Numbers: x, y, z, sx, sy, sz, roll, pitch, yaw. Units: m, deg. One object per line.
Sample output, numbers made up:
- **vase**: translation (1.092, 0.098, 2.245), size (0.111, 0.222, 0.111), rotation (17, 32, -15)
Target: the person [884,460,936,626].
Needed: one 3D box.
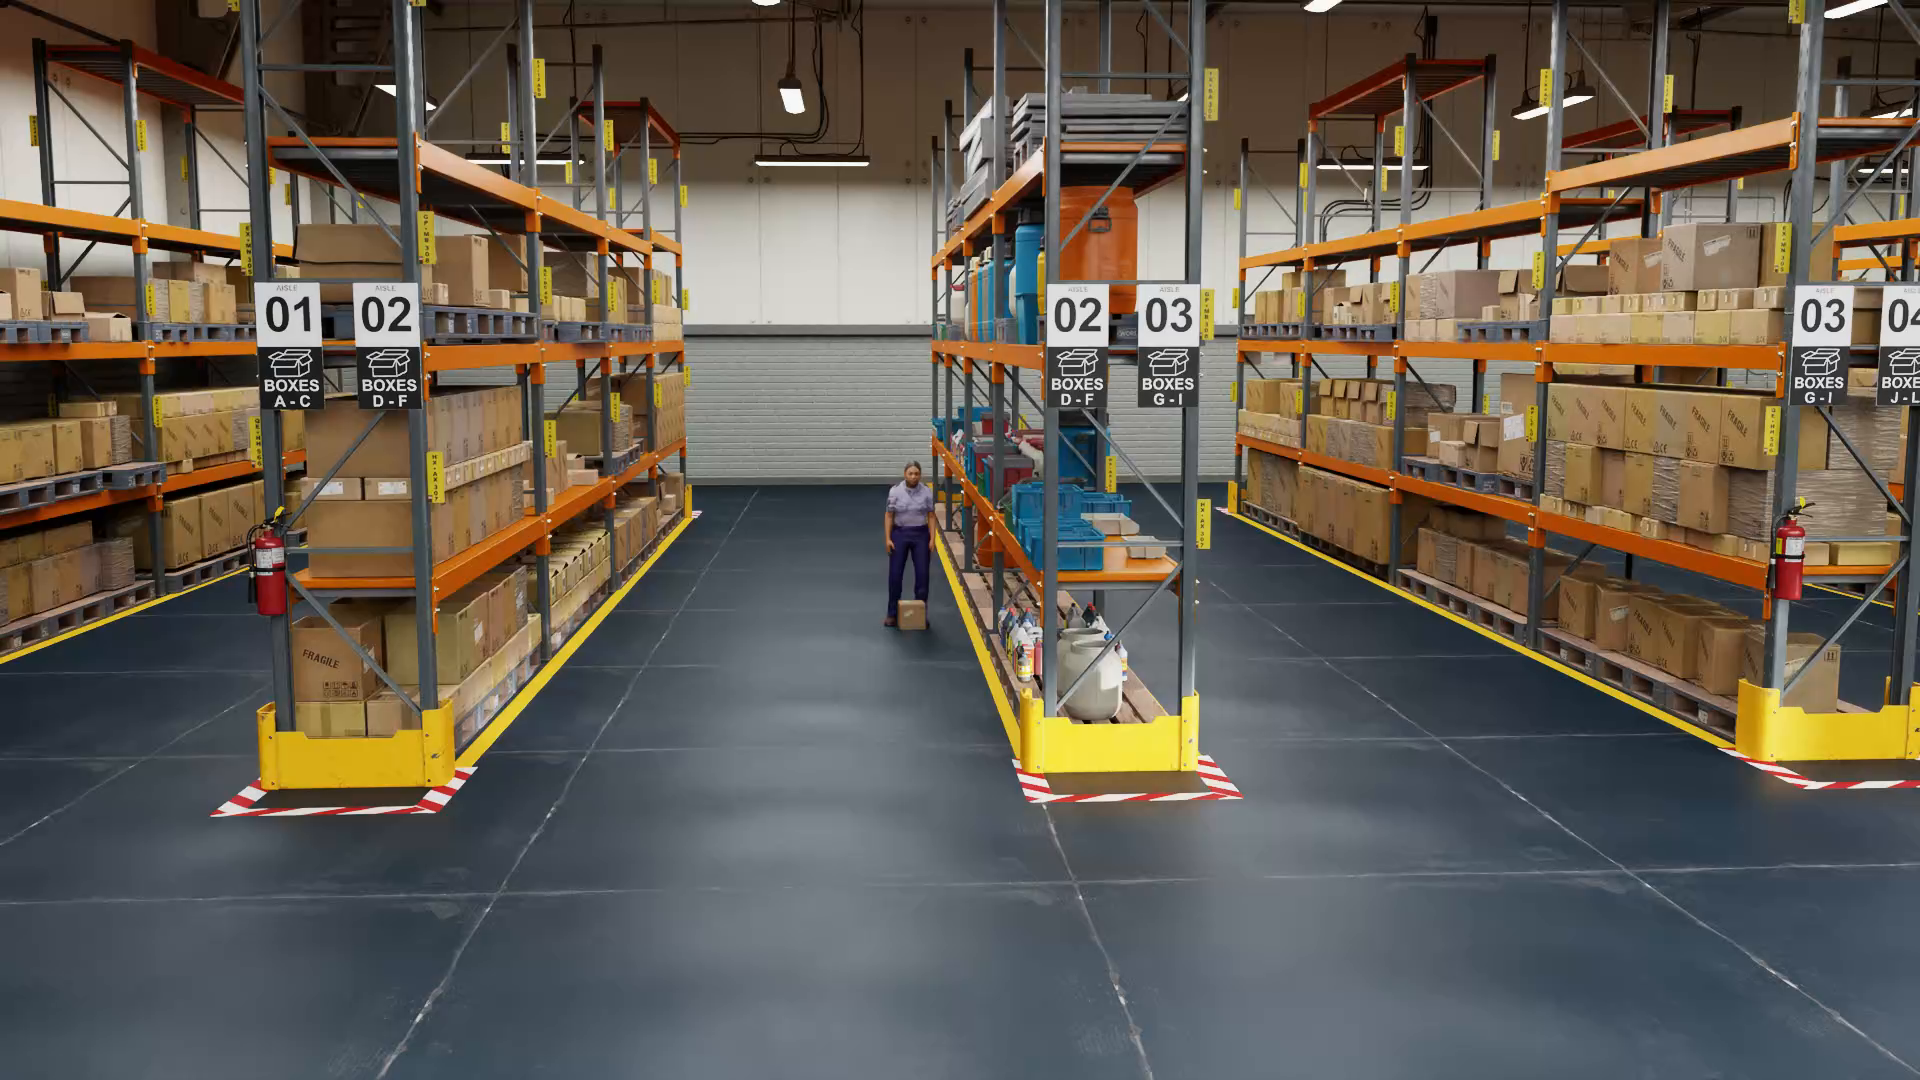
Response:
- **person**: translation (-0.500, 0.031, 16.593), size (0.544, 1.636, 0.424), rotation (-1, 7, -6)
